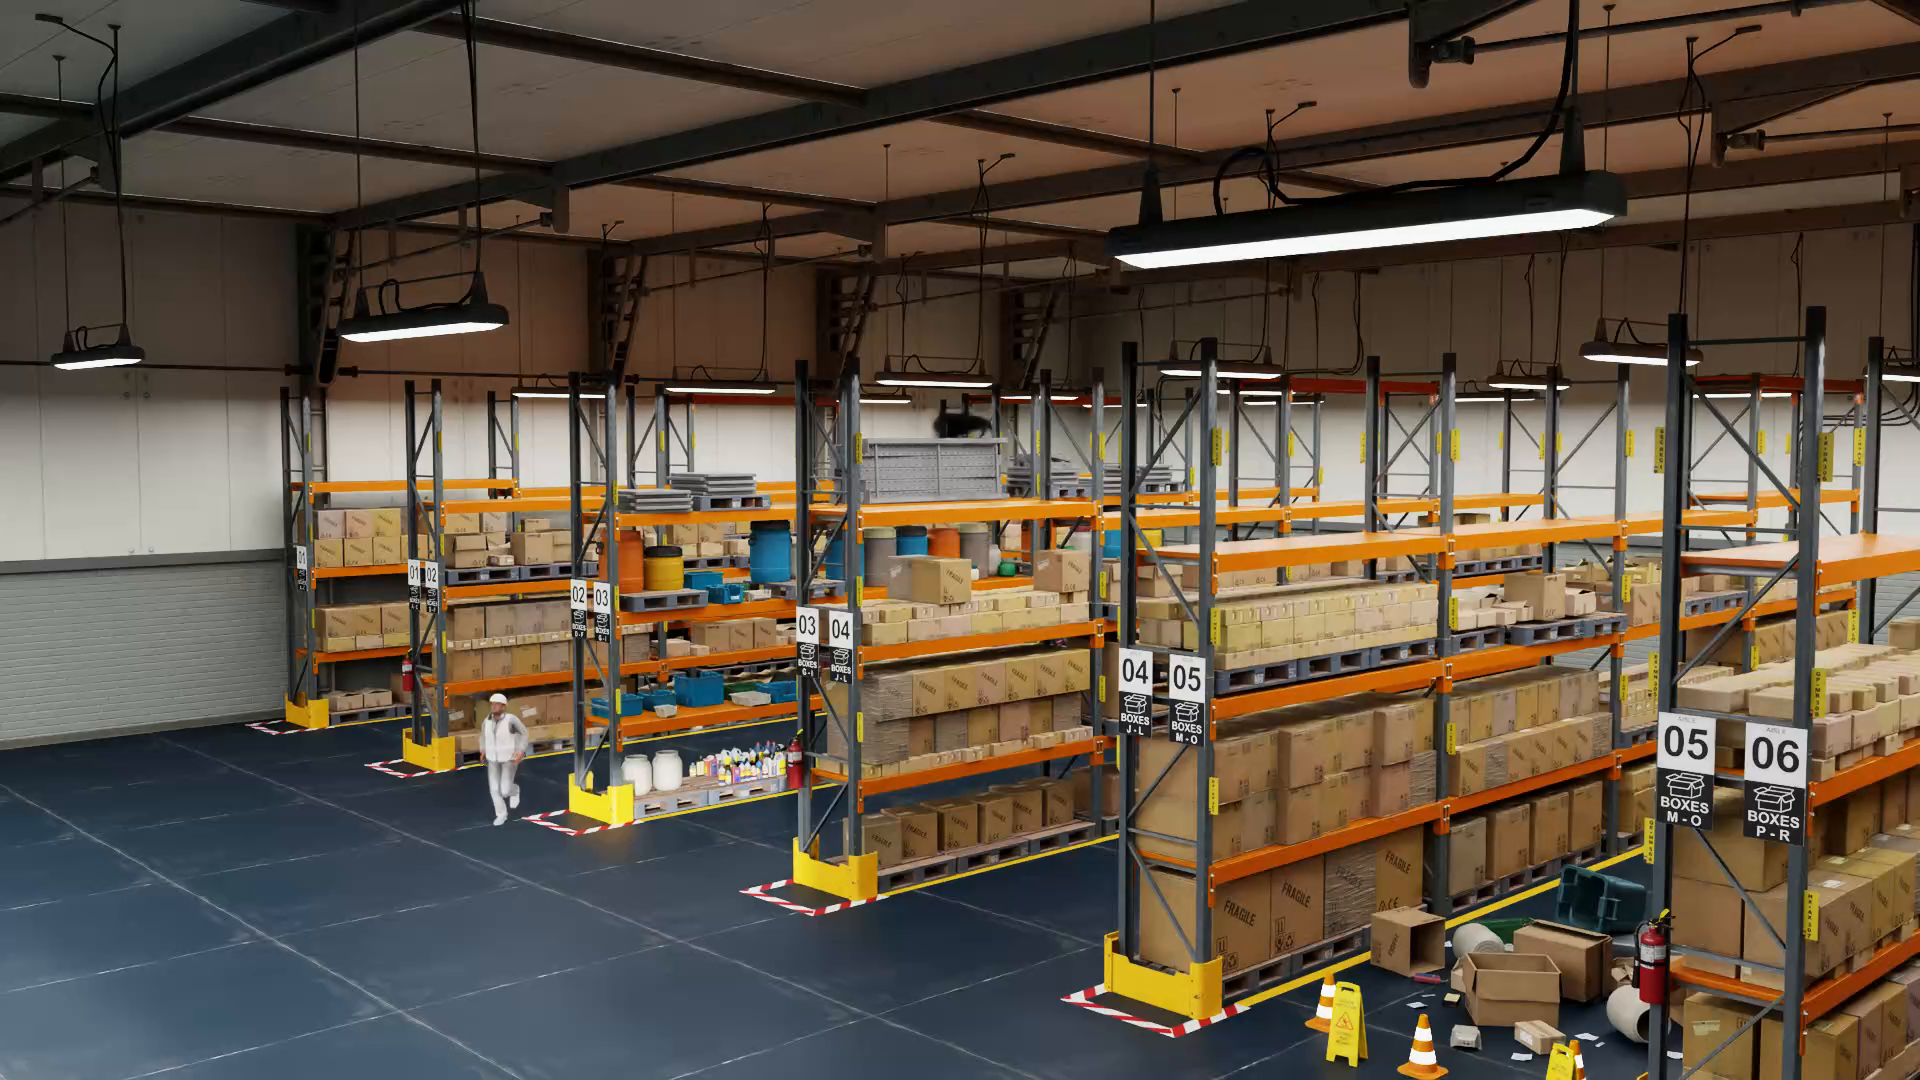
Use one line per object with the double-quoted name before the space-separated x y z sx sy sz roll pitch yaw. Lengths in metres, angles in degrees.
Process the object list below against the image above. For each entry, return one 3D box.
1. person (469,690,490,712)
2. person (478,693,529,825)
"person" -8.306 2.517 28.959 0.576 1.634 0.601 1 4 18
"person" -6.066 2.895 22.110 0.682 1.744 0.649 1 4 9
